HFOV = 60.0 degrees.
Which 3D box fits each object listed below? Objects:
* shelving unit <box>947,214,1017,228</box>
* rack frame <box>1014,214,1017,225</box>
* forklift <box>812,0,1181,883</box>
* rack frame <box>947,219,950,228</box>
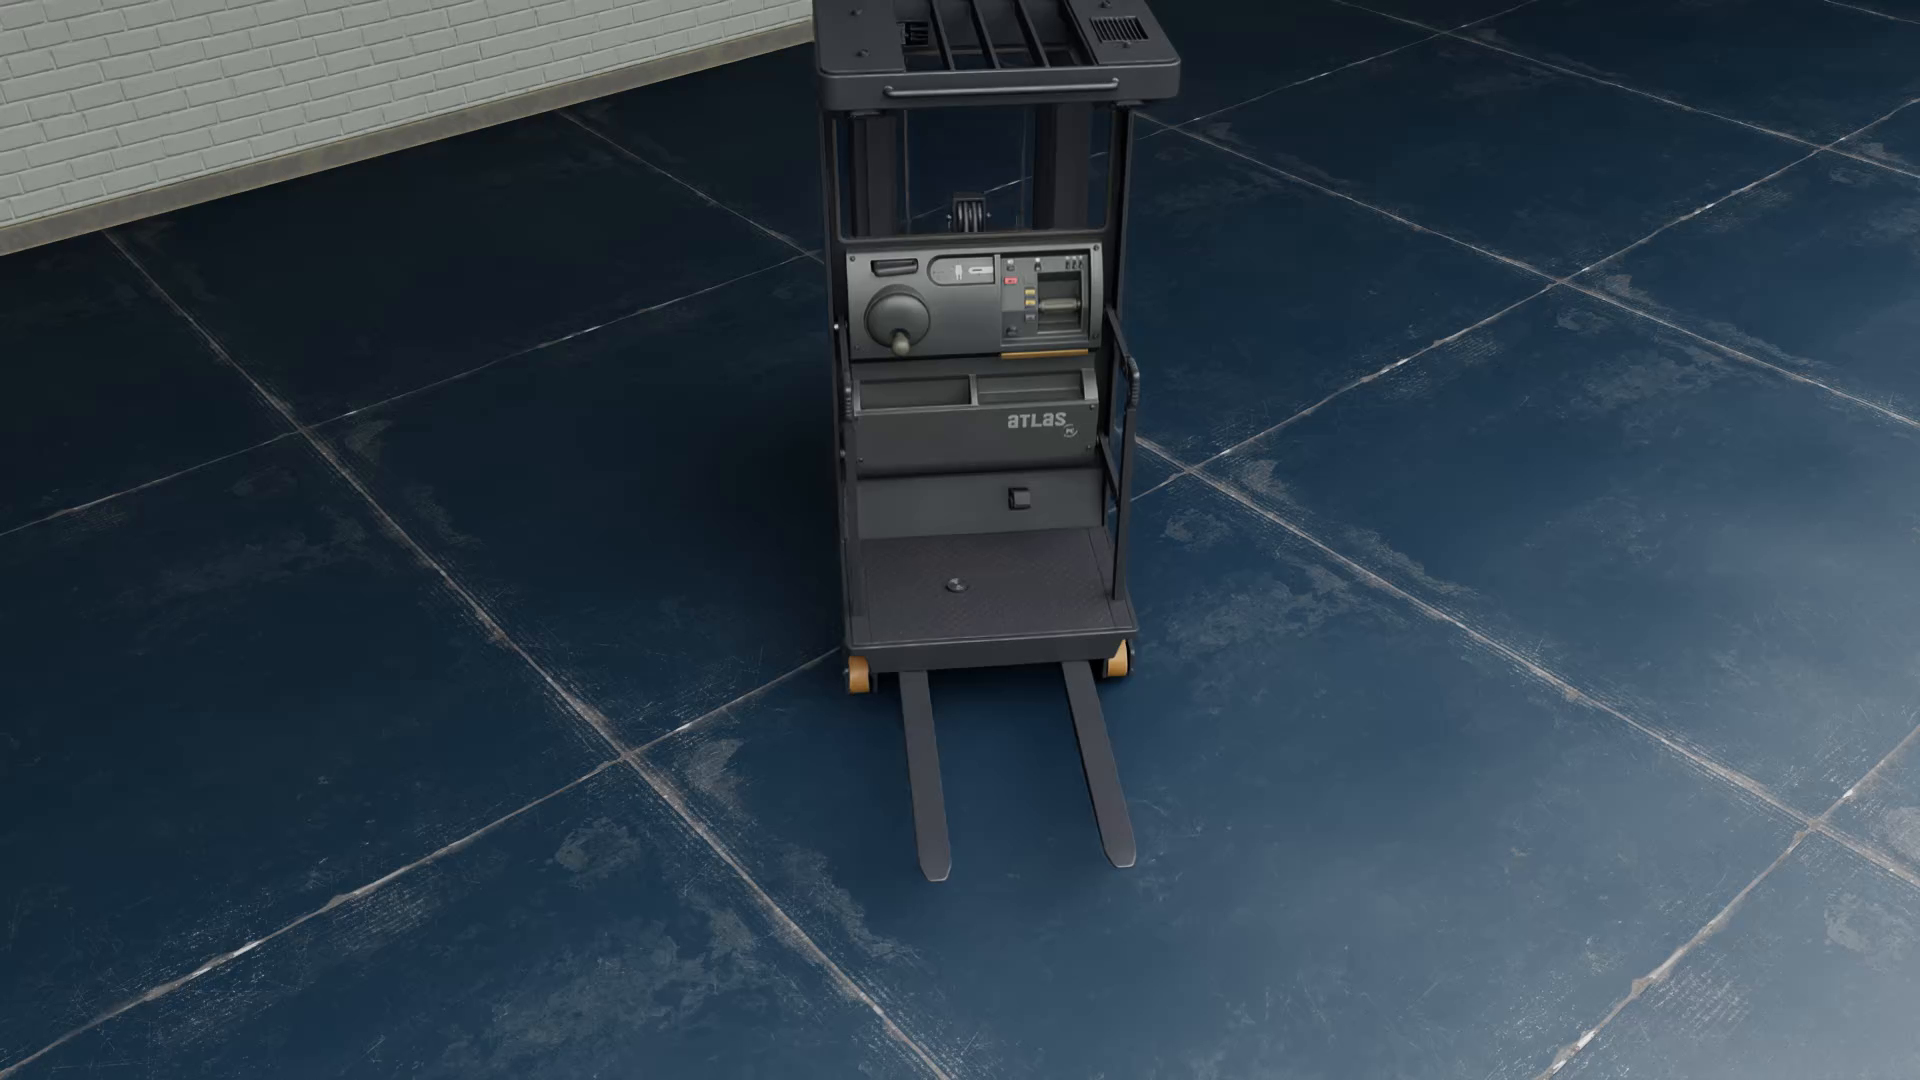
[{"bbox_3d":[0.104,-1.028,7.790,0.252,1.050,0.215,18,39,24],"label":"shelving unit"},{"bbox_3d":[0.210,-0.994,7.740,0.008,1.050,0.200,18,39,24],"label":"rack frame"},{"bbox_3d":[0.079,-0.811,5.859,1.130,2.935,3.031,-3,35,-5],"label":"forklift"},{"bbox_3d":[-0.002,-1.062,7.840,0.008,1.050,0.200,18,39,24],"label":"rack frame"}]
